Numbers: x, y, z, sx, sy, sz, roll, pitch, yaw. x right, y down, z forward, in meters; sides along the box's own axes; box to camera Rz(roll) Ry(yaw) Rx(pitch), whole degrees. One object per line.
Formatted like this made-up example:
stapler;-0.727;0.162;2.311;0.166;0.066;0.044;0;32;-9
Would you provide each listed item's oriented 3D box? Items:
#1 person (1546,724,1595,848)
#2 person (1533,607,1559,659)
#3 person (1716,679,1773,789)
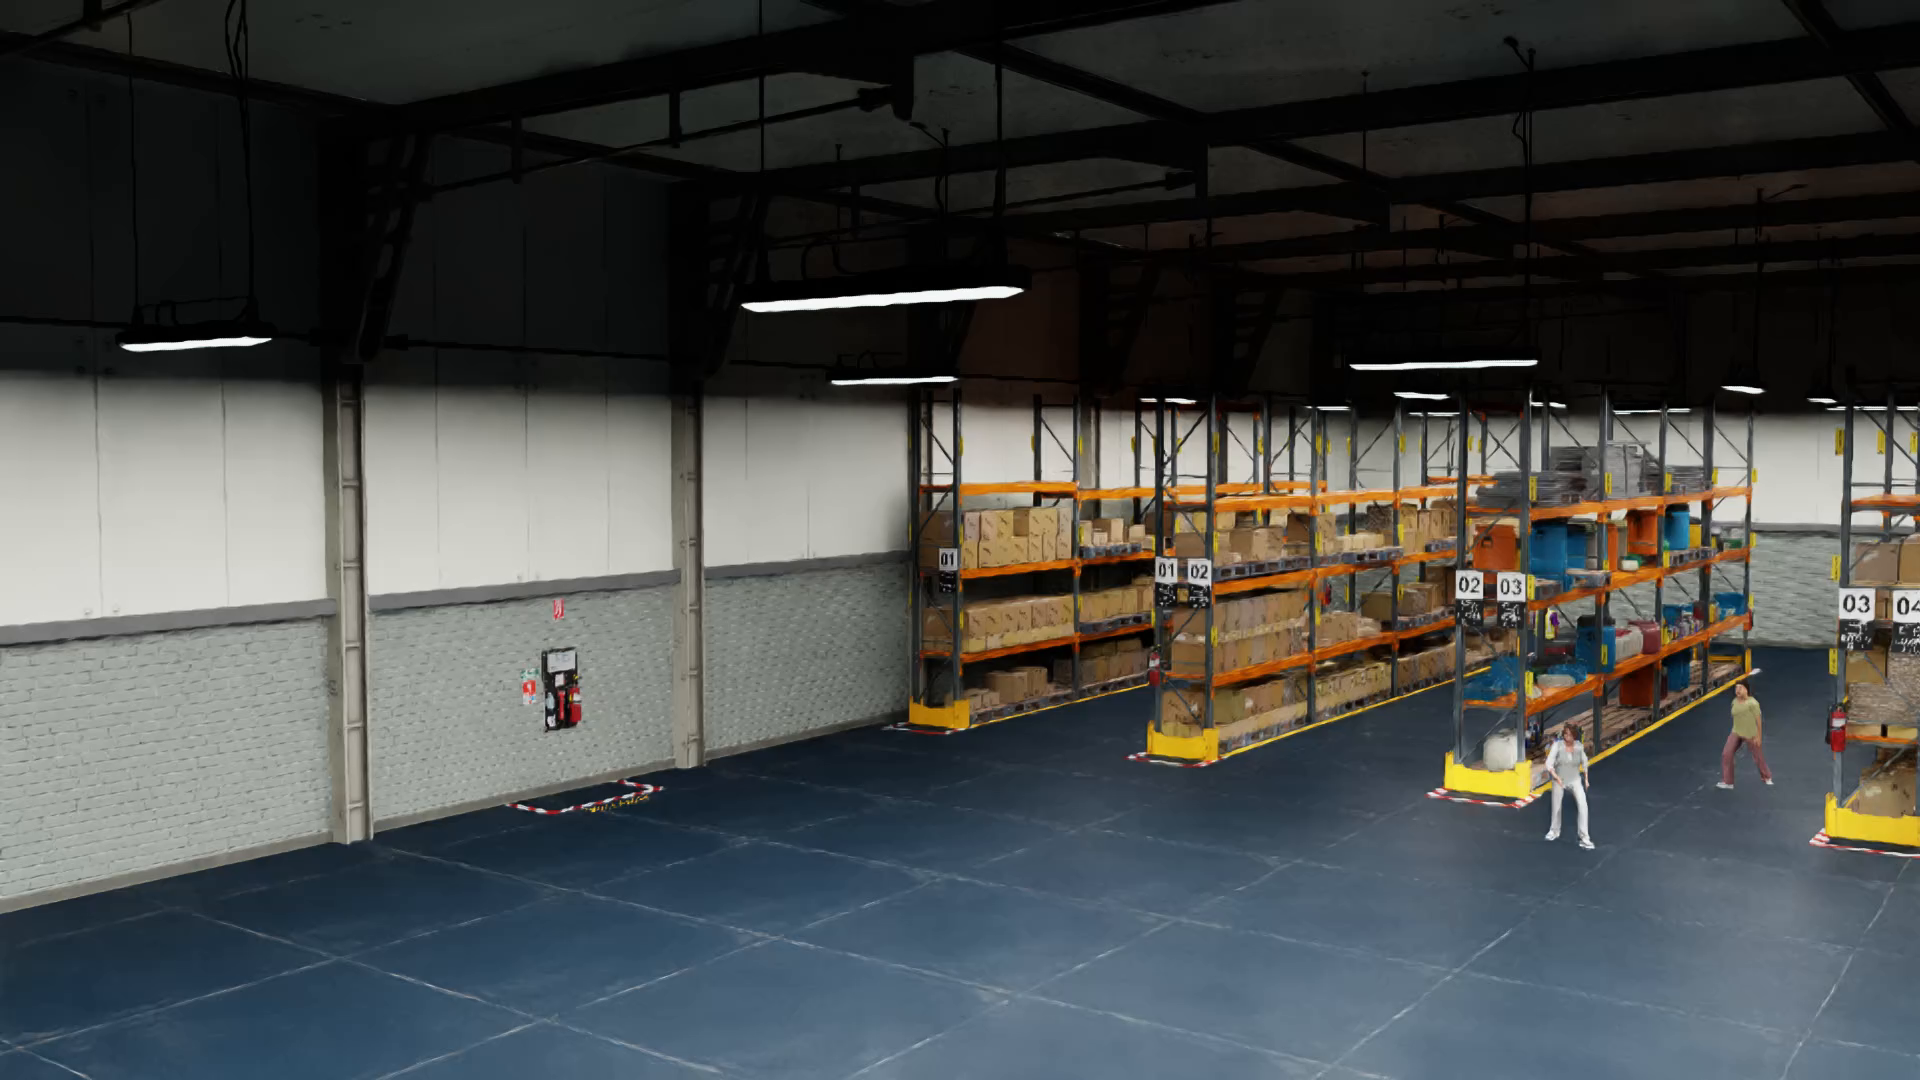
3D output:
person;7.612;3.042;20.788;0.574;1.535;0.749;1;3;16
person;12.689;2.091;36.074;0.589;1.716;1.043;2;4;34
person;11.452;2.817;24.183;0.953;1.609;0.492;-2;4;-33
